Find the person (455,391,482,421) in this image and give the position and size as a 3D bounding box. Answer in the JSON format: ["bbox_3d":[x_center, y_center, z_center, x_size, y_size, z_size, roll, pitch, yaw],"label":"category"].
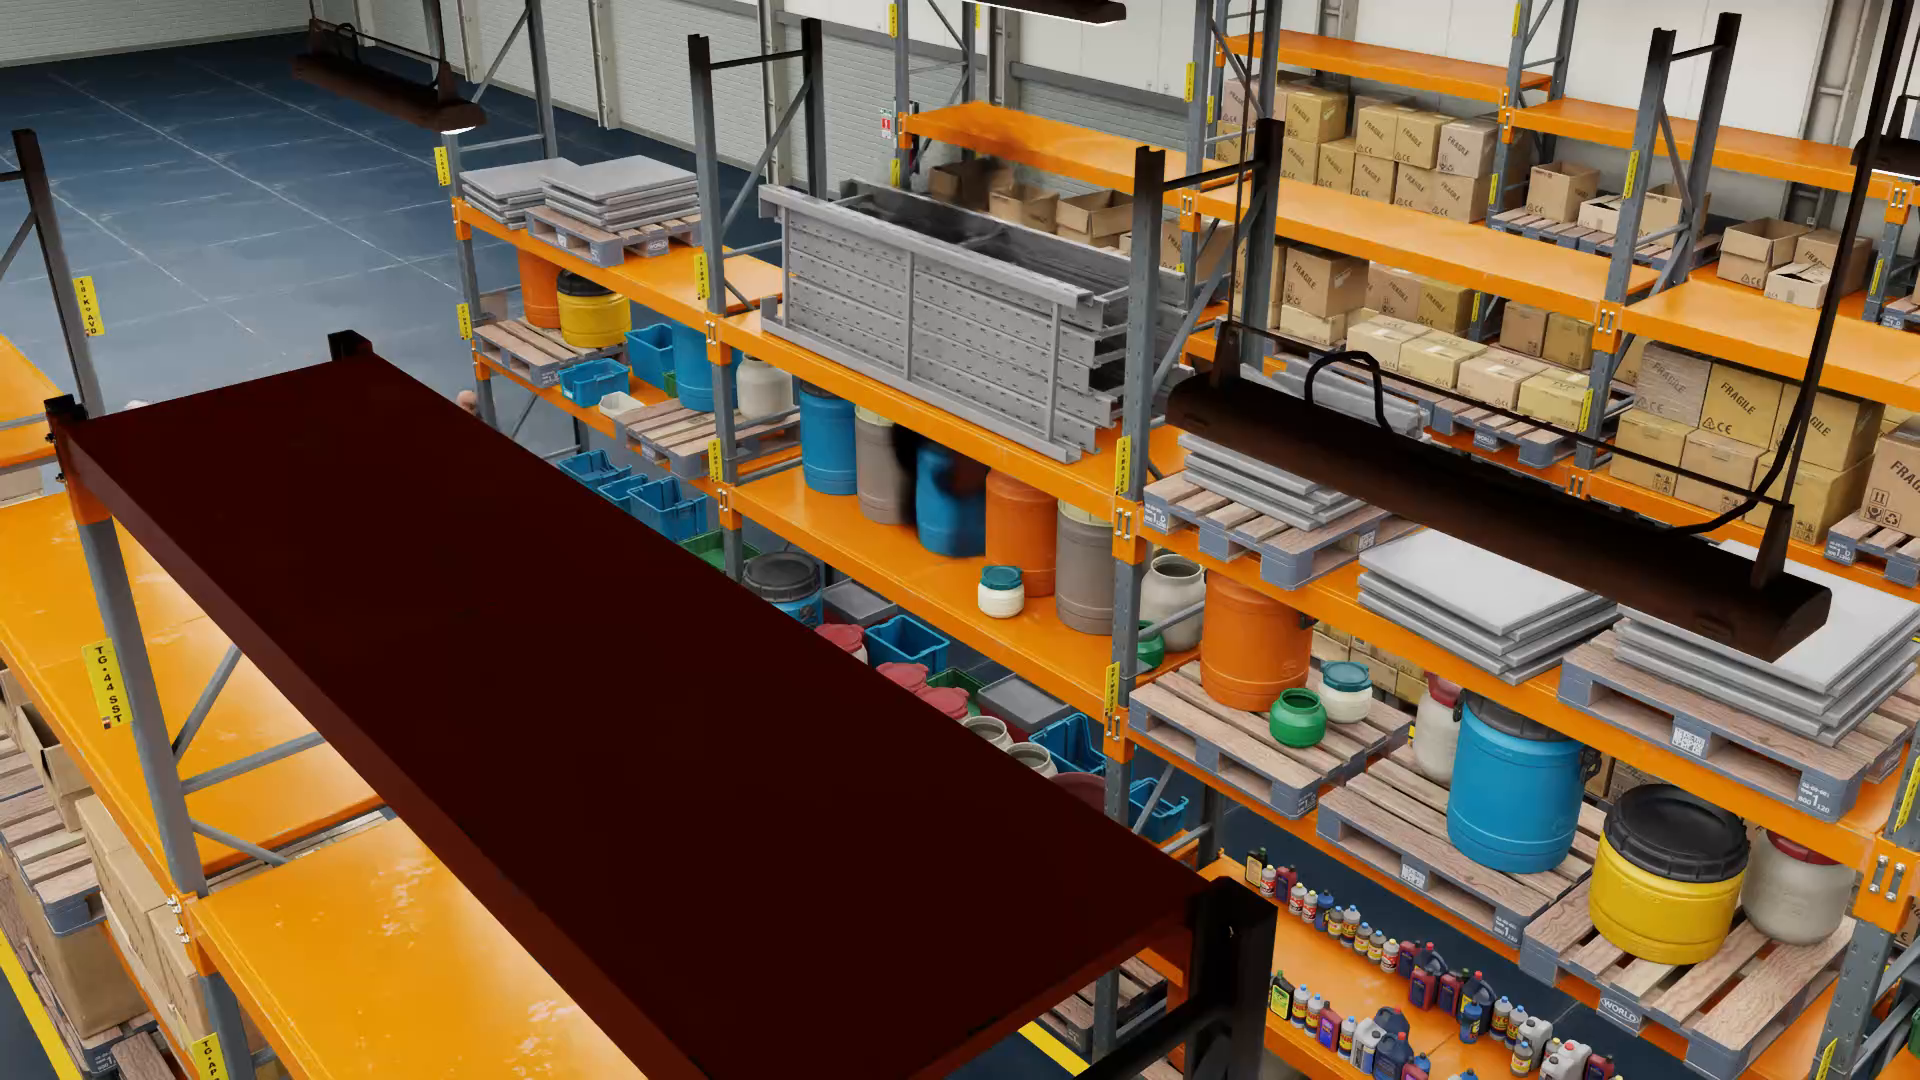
[{"bbox_3d":[-5.017,-0.731,17.147,0.648,1.703,0.682,0,27,1],"label":"person"}]

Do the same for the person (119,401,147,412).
[{"bbox_3d":[-8.109,-0.580,16.731,0.947,1.795,0.721,-1,27,-2],"label":"person"}]
